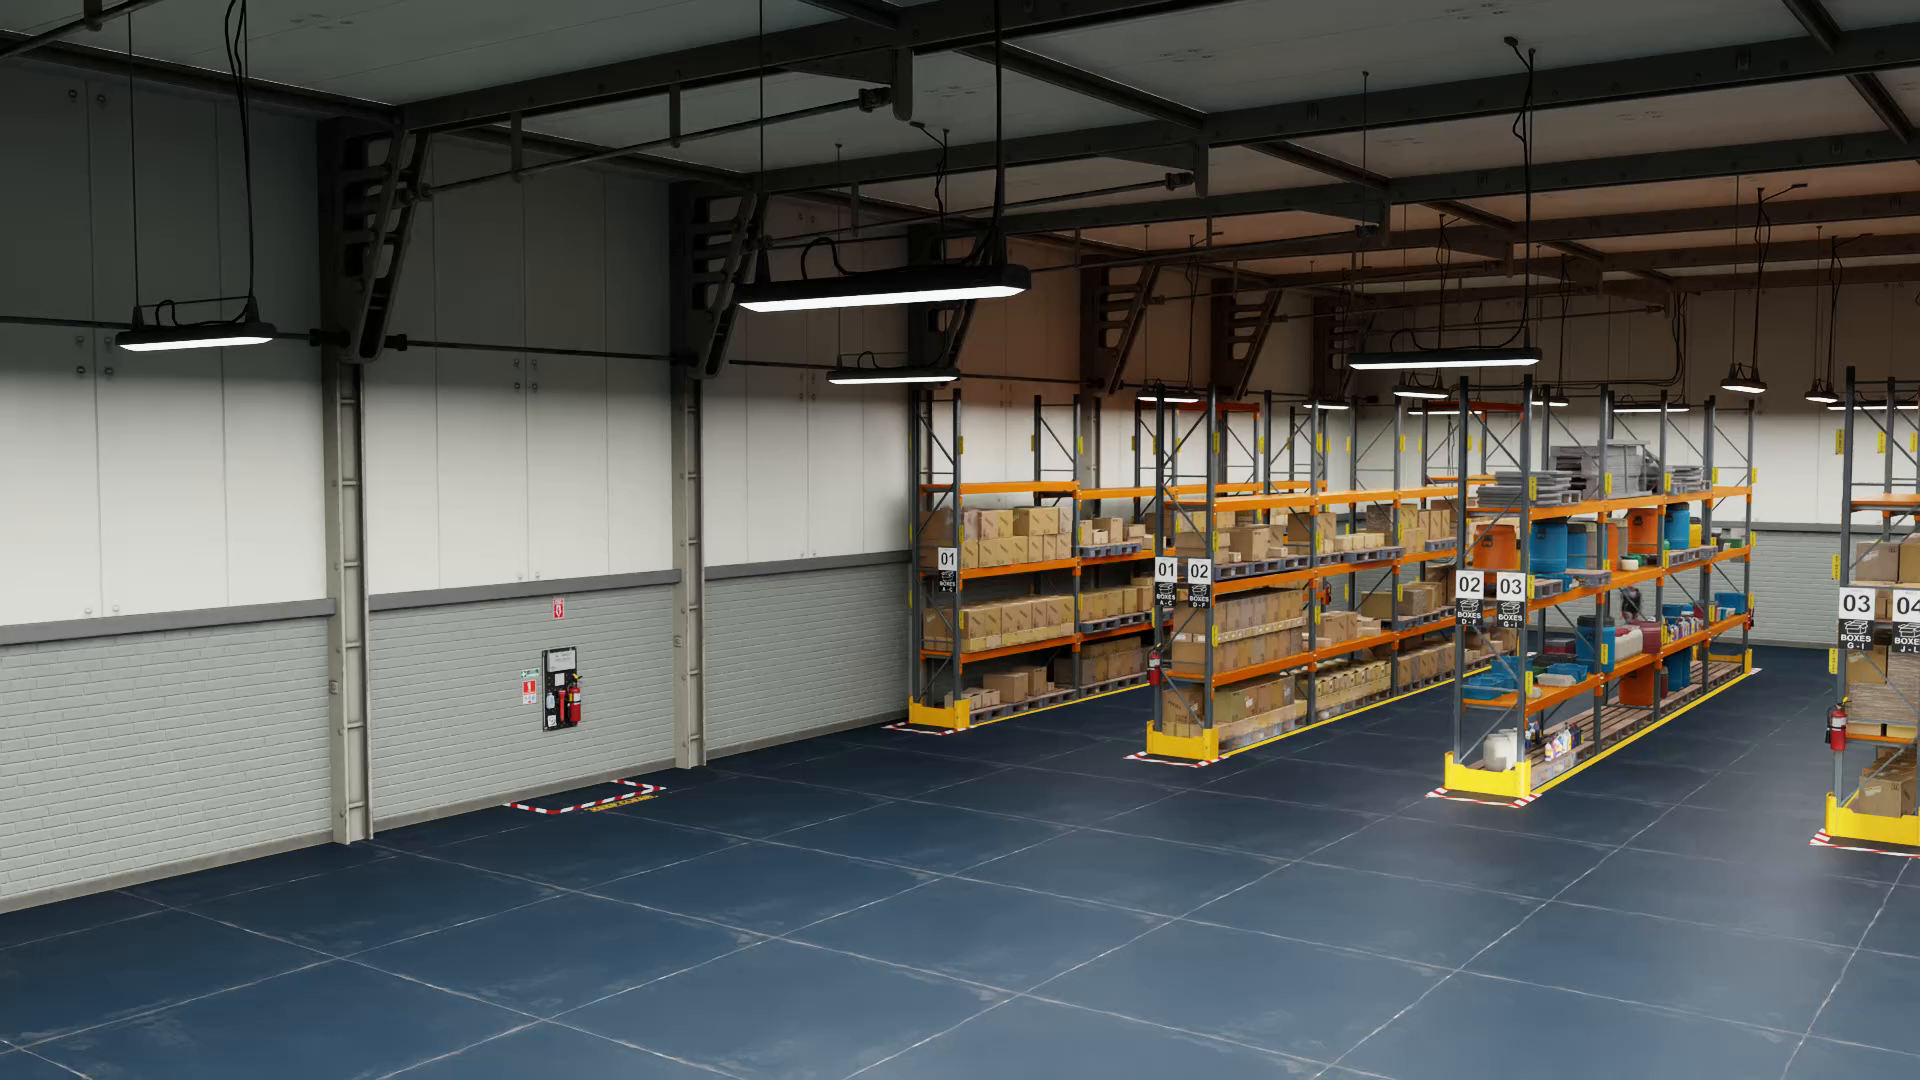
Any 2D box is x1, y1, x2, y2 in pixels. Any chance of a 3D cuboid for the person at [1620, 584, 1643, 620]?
[{"bbox_3d":[16.635,1.465,41.143,0.522,1.033,0.386,-1,3,-18],"label":"person"}]
